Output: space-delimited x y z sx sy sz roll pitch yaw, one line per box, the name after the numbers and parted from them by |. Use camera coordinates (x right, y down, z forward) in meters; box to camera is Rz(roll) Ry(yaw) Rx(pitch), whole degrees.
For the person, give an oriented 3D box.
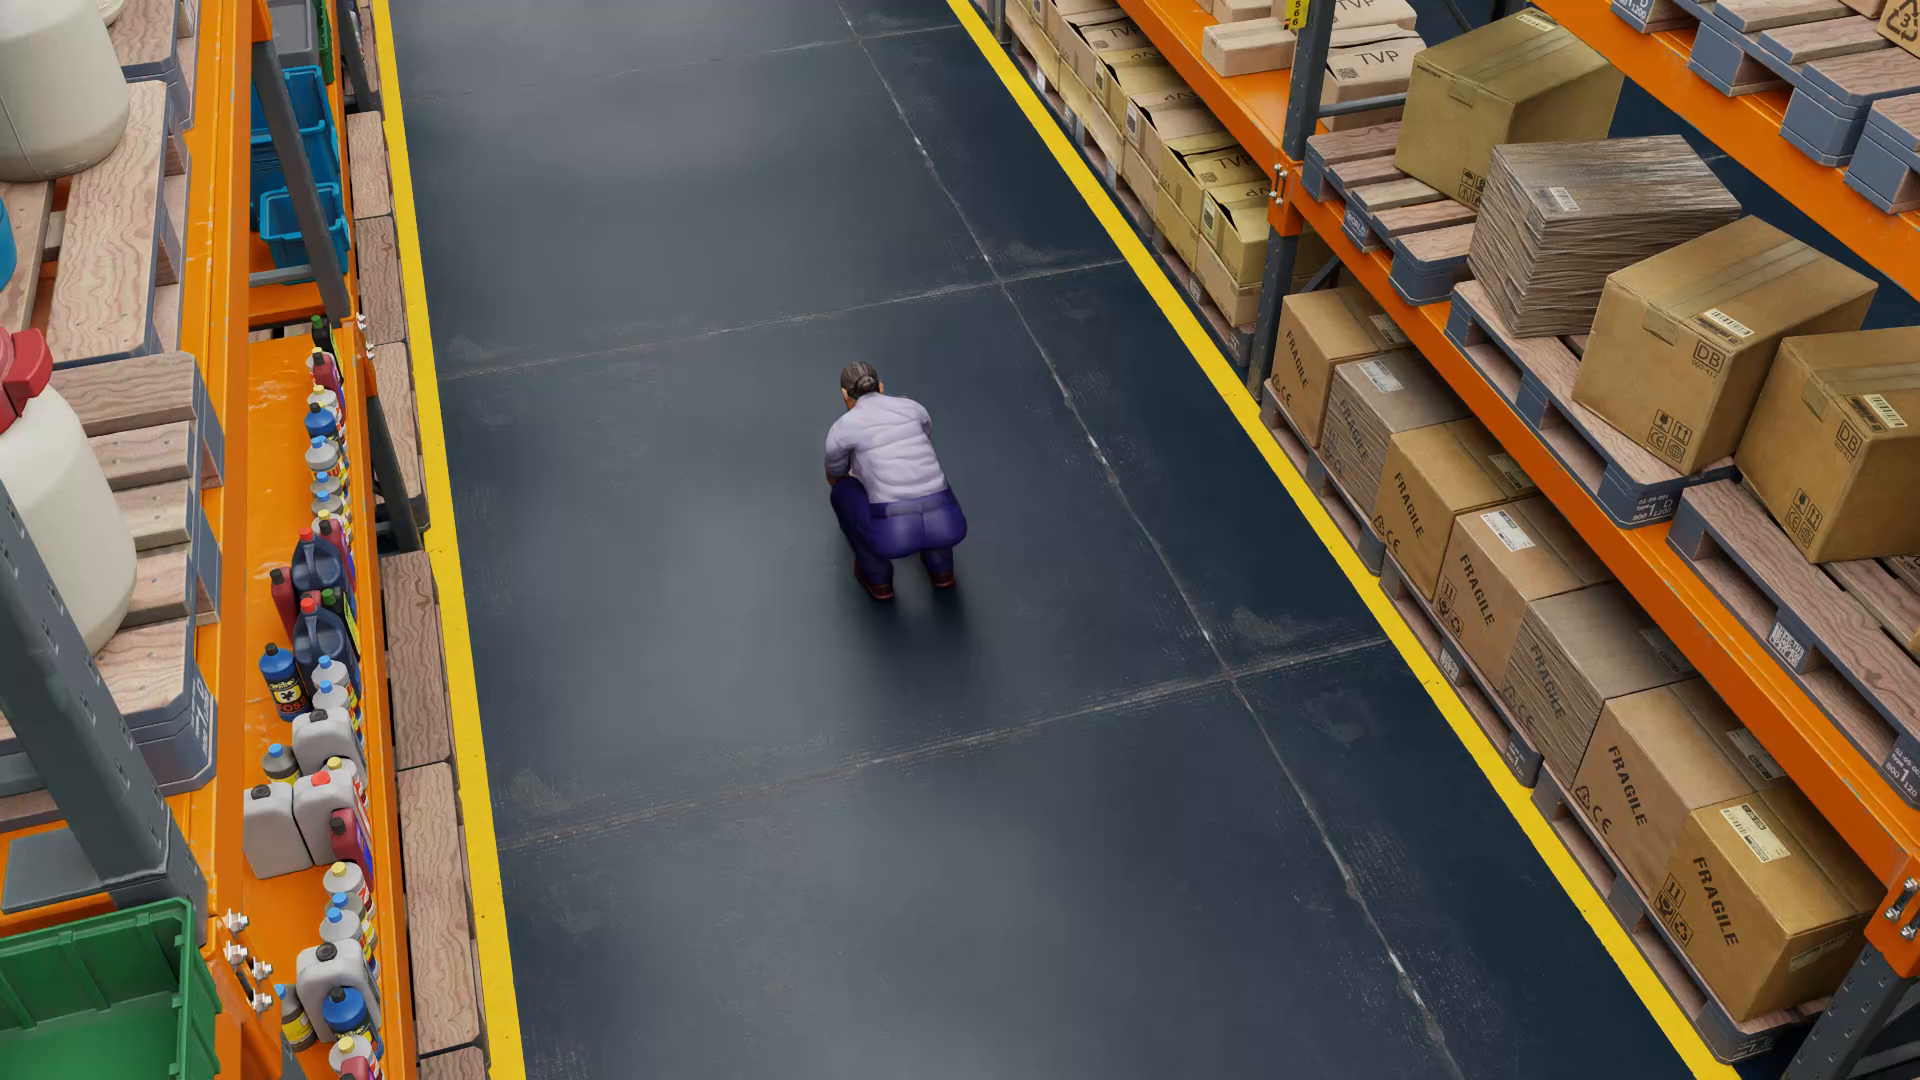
-0.279 -0.232 7.028 0.522 0.843 0.824 -12 44 -13 | person
